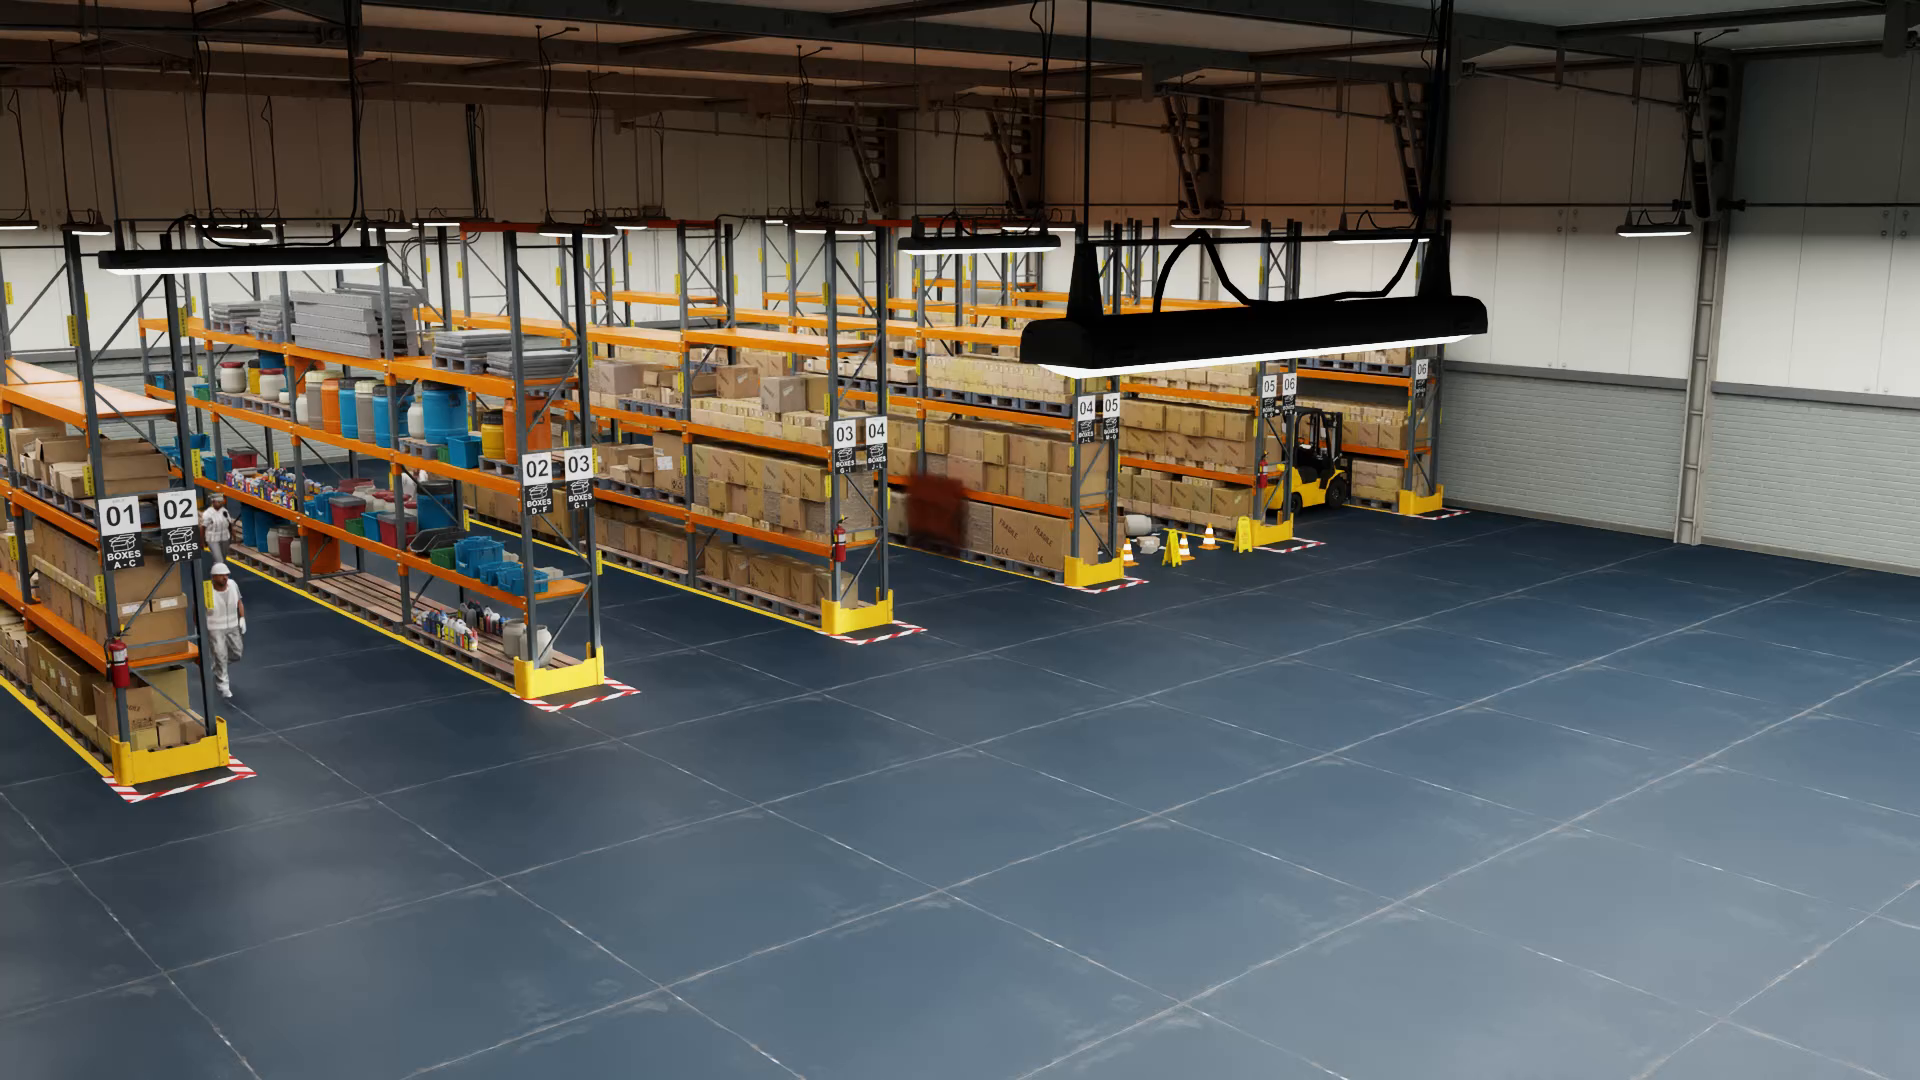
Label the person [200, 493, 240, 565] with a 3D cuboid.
[{"bbox_3d":[-12.331,0.001,27.680,0.540,1.615,1.021,-11,16,-42],"label":"person"}]

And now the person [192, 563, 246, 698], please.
[{"bbox_3d":[-9.730,1.144,21.796,0.703,1.760,0.635,8,14,36],"label":"person"}]

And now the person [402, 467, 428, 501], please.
[{"bbox_3d":[-10.248,-0.695,31.120,0.703,1.676,0.675,-8,14,-33],"label":"person"}]
